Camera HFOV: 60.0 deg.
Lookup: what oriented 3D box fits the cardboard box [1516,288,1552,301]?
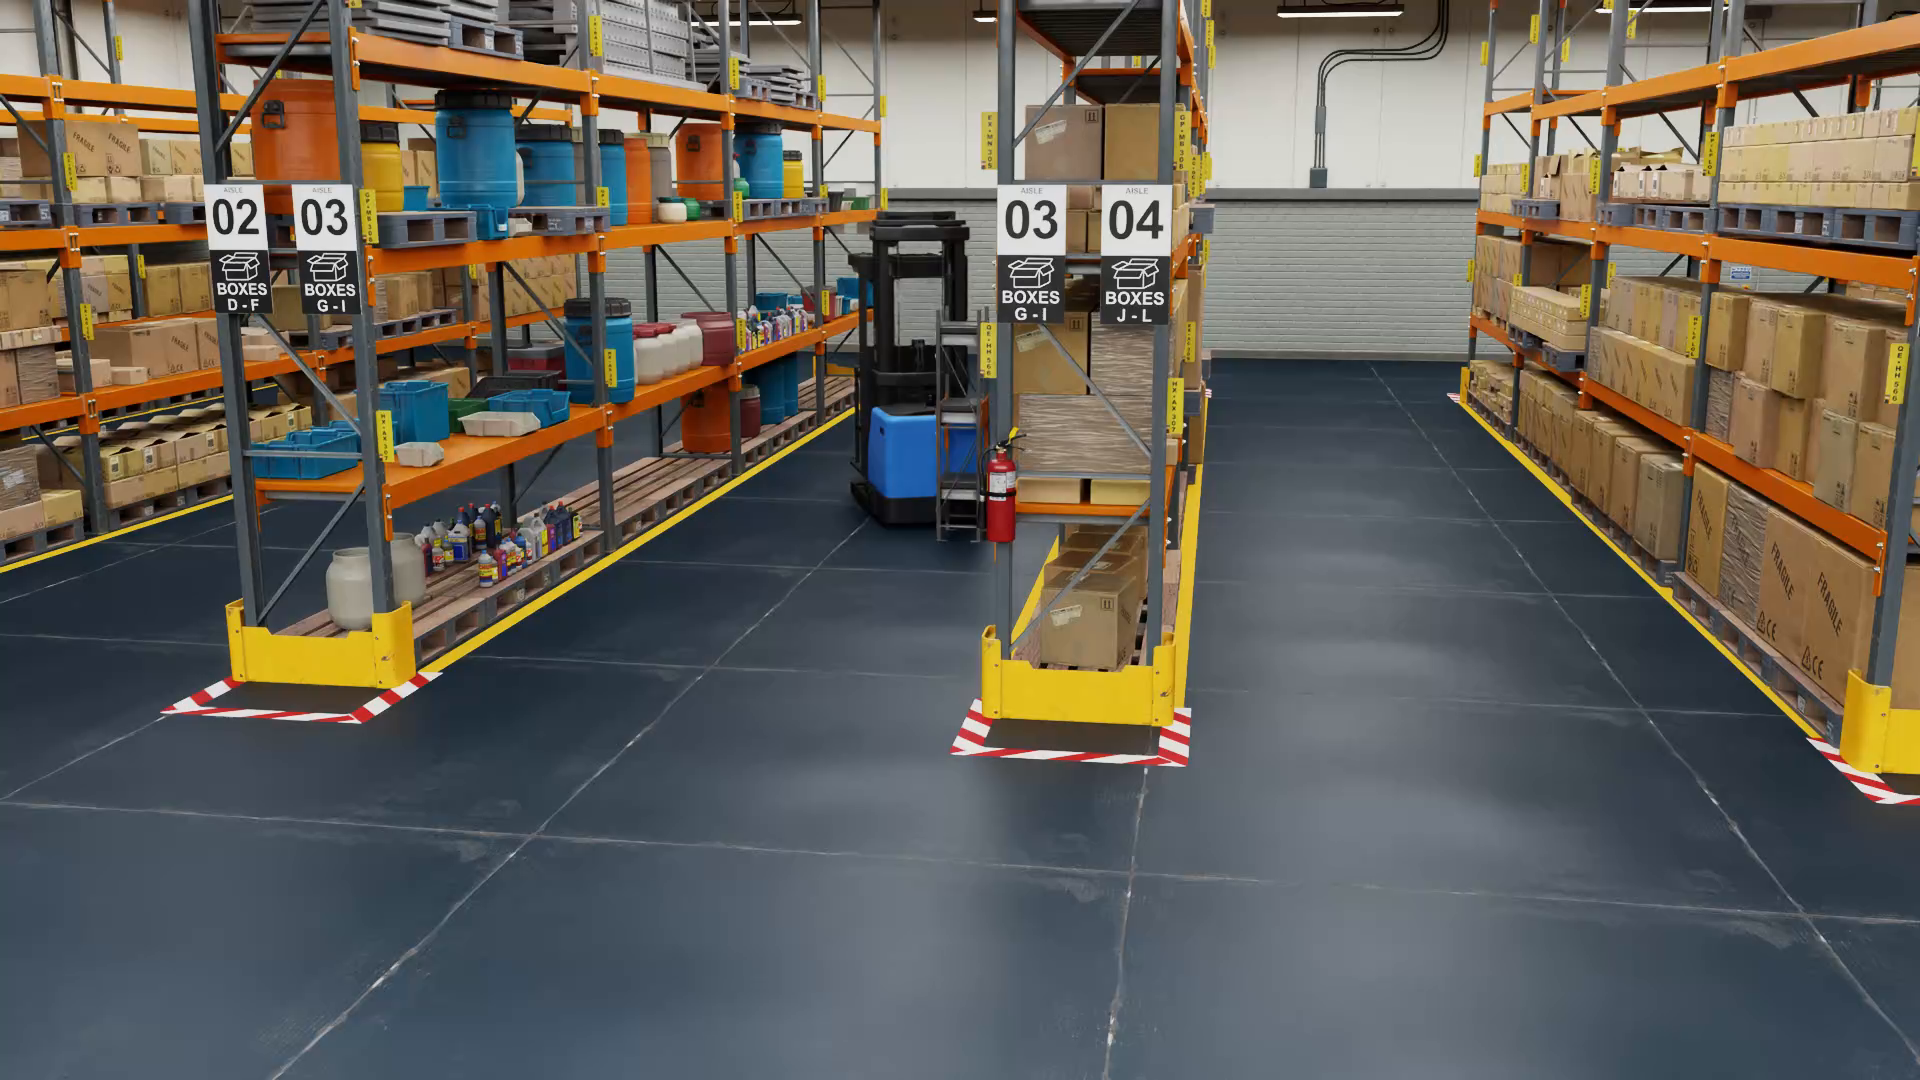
[{"bbox_3d":[6.896,-2.942,19.969,0.380,0.149,0.250,2,12,10],"label":"cardboard box"}]

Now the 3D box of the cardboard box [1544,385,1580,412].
[{"bbox_3d":[6.839,-1.573,18.586,0.500,0.250,0.500,2,12,10],"label":"cardboard box"}]

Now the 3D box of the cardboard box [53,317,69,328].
[{"bbox_3d":[-12.132,-2.902,22.144,0.380,0.149,0.250,2,12,7],"label":"cardboard box"}]

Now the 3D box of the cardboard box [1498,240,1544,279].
[{"bbox_3d":[7.420,-3.698,21.971,0.500,0.500,0.500,2,12,10],"label":"cardboard box"}]

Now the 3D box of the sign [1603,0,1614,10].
[{"bbox_3d":[6.295,-5.305,16.101,0.100,0.325,0.005,2,12,9],"label":"sign"}]

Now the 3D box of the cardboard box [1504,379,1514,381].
[{"bbox_3d":[7.394,-2.037,21.941,0.380,0.149,0.250,2,12,11],"label":"cardboard box"}]

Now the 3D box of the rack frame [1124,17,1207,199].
[{"bbox_3d":[2.562,-5.809,20.843,1.000,3.000,0.127,2,12,9],"label":"rack frame"}]

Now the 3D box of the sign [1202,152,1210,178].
[{"bbox_3d":[3.100,-4.733,20.999,0.100,0.325,0.005,2,12,9],"label":"sign"}]

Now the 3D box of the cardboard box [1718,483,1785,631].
[{"bbox_3d":[5.917,0.121,11.615,0.875,0.875,0.875,2,12,9],"label":"cardboard box"}]

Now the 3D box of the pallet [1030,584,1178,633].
[{"bbox_3d":[1.078,0.548,12.205,1.003,0.211,1.213,2,12,9],"label":"pallet"}]

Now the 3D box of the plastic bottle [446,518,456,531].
[{"bbox_3d":[-4.192,-0.031,13.679,0.061,0.283,0.133,2,12,11],"label":"plastic bottle"}]

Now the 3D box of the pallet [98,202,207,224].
[{"bbox_3d":[-8.026,-3.362,17.058,1.003,0.211,1.213,2,12,11],"label":"pallet"}]

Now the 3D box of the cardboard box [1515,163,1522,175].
[{"bbox_3d":[7.252,-4.708,21.079,0.380,0.149,0.250,2,12,9],"label":"cardboard box"}]

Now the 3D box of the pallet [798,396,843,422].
[{"bbox_3d":[-2.257,-1.828,23.229,1.003,0.211,1.213,2,12,9],"label":"pallet"}]

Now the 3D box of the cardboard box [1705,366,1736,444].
[{"bbox_3d":[6.173,-1.025,12.530,0.875,0.550,0.550,2,12,9],"label":"cardboard box"}]

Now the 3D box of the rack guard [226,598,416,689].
[{"bbox_3d":[-4.212,0.666,10.972,1.175,0.500,0.348,2,12,9],"label":"rack guard"}]

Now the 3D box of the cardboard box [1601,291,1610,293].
[{"bbox_3d":[7.457,-2.813,19.371,0.380,0.149,0.250,2,12,8],"label":"cardboard box"}]

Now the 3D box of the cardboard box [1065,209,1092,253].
[{"bbox_3d":[0.540,-1.880,10.087,0.500,0.250,0.500,2,12,10],"label":"cardboard box"}]

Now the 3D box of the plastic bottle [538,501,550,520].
[{"bbox_3d":[-3.519,-0.153,14.081,0.144,0.351,0.185,2,12,9],"label":"plastic bottle"}]

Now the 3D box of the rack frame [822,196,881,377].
[{"bbox_3d":[-1.716,-3.869,26.083,1.000,3.000,0.127,2,12,9],"label":"rack frame"}]

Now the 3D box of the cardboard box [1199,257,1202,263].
[{"bbox_3d":[3.048,-3.617,22.782,0.500,0.500,0.500,1,12,7],"label":"cardboard box"}]

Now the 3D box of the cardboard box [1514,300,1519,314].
[{"bbox_3d":[6.895,-2.801,20.020,0.380,0.149,0.250,2,12,8],"label":"cardboard box"}]

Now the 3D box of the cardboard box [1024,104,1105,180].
[{"bbox_3d":[0.705,-2.614,11.008,0.500,0.500,0.500,2,12,9],"label":"cardboard box"}]

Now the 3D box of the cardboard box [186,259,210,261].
[{"bbox_3d":[-11.675,-4.078,26.343,0.980,0.700,0.700,2,12,8],"label":"cardboard box"}]

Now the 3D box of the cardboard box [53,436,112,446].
[{"bbox_3d":[-8.603,-0.870,16.365,0.500,0.311,0.500,2,12,10],"label":"cardboard box"}]

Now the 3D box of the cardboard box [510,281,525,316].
[{"bbox_3d":[-6.723,-3.555,24.387,0.500,0.500,0.500,2,12,8],"label":"cardboard box"}]

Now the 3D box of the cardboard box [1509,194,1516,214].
[{"bbox_3d":[7.345,-4.302,21.326,0.500,0.250,0.500,2,12,8],"label":"cardboard box"}]

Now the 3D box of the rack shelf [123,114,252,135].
[{"bbox_3d":[-11.813,-6.159,25.127,1.077,0.370,4.000,2,12,9],"label":"rack shelf"}]

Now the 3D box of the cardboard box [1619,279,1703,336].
[{"bbox_3d":[6.677,-2.201,15.731,0.700,0.500,0.500,2,12,8],"label":"cardboard box"}]

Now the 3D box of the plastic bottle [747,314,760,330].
[{"bbox_3d":[-2.490,-2.558,20.117,0.144,0.351,0.185,2,12,9],"label":"plastic bottle"}]

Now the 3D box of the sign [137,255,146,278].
[{"bbox_3d":[-11.583,-3.869,23.523,0.100,0.325,0.005,2,12,9],"label":"sign"}]

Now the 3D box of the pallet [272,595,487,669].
[{"bbox_3d":[-4.082,0.638,11.787,1.003,0.211,1.213,2,12,9],"label":"pallet"}]

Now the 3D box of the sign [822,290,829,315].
[{"bbox_3d":[-1.788,-3.154,22.106,0.100,0.325,0.005,2,12,9],"label":"sign"}]

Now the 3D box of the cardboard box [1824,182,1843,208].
[{"bbox_3d":[5.475,-2.086,10.052,0.380,0.149,0.250,2,12,8],"label":"cardboard box"}]

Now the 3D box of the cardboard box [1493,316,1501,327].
[{"bbox_3d":[7.430,-2.966,22.490,0.380,0.149,0.250,2,12,10],"label":"cardboard box"}]

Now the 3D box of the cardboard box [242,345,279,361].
[{"bbox_3d":[-7.706,-2.046,18.220,0.380,0.149,0.250,2,12,9],"label":"cardboard box"}]

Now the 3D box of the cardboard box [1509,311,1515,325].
[{"bbox_3d":[6.933,-2.710,20.302,0.380,0.149,0.250,1,12,6],"label":"cardboard box"}]

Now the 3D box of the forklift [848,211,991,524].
[{"bbox_3d":[-0.519,-1.849,16.871,1.130,2.935,3.031,-3,12,-12],"label":"forklift"}]

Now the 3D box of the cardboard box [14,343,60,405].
[{"bbox_3d":[-8.518,-1.489,14.800,0.700,0.500,0.500,2,12,7],"label":"cardboard box"}]

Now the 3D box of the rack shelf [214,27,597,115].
[{"bbox_3d":[-3.870,-3.340,12.046,1.077,0.370,4.000,2,12,9],"label":"rack shelf"}]

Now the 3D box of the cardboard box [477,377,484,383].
[{"bbox_3d":[-6.947,-2.179,23.578,0.500,0.311,0.500,2,12,9],"label":"cardboard box"}]

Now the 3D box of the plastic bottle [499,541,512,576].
[{"bbox_3d":[-3.538,0.142,12.905,0.097,0.271,0.097,0,12,0],"label":"plastic bottle"}]

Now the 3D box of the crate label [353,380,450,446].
[{"bbox_3d":[-4.161,-0.948,12.443,0.502,0.435,0.616,2,12,9],"label":"crate label"}]

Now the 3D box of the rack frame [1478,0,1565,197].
[{"bbox_3d":[8.063,-6.460,23.863,1.000,3.000,0.127,2,12,9],"label":"rack frame"}]

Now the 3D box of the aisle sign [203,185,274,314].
[{"bbox_3d":[-4.482,-1.804,10.330,0.394,0.787,0.004,2,12,9],"label":"aisle sign"}]

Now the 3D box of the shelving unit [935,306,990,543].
[{"bbox_3d":[0.025,-1.061,15.189,0.431,2.100,0.503,2,12,9],"label":"shelving unit"}]

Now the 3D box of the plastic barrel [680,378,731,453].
[{"bbox_3d":[-2.888,-1.451,19.015,0.600,0.830,0.708,2,12,9],"label":"plastic barrel"}]

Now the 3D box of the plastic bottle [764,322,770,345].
[{"bbox_3d":[-2.338,-2.484,19.962,0.097,0.271,0.097,0,12,0],"label":"plastic bottle"}]

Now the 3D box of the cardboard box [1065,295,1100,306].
[{"bbox_3d":[0.708,-1.392,11.271,0.500,0.500,0.500,2,12,9],"label":"cardboard box"}]

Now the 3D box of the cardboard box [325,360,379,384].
[{"bbox_3d":[-7.771,-2.152,21.225,0.500,0.250,0.500,2,12,8],"label":"cardboard box"}]

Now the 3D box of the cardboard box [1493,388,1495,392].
[{"bbox_3d":[7.586,-2.108,22.976,0.380,0.149,0.250,3,12,12],"label":"cardboard box"}]

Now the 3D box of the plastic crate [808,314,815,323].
[{"bbox_3d":[-2.119,-3.029,22.669,0.396,0.136,0.243,2,12,9],"label":"plastic crate"}]

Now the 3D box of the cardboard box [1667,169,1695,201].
[{"bbox_3d":[6.190,-2.940,13.775,0.500,0.250,0.500,2,12,8],"label":"cardboard box"}]

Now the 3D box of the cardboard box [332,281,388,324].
[{"bbox_3d":[-7.526,-2.938,20.529,0.700,0.500,0.500,4,13,19],"label":"cardboard box"}]

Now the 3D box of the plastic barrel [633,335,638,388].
[{"bbox_3d":[-3.198,-1.630,15.369,0.433,0.535,0.433,0,12,0],"label":"plastic barrel"}]

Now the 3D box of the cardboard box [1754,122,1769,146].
[{"bbox_3d":[5.710,-2.793,11.439,0.380,0.149,0.250,2,12,8],"label":"cardboard box"}]

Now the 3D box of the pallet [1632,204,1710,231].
[{"bbox_3d":[6.617,-2.867,14.761,1.003,0.211,1.213,2,12,11],"label":"pallet"}]

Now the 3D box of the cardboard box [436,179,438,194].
[{"bbox_3d":[-7.419,-4.945,23.125,0.500,0.250,0.500,2,12,9],"label":"cardboard box"}]
